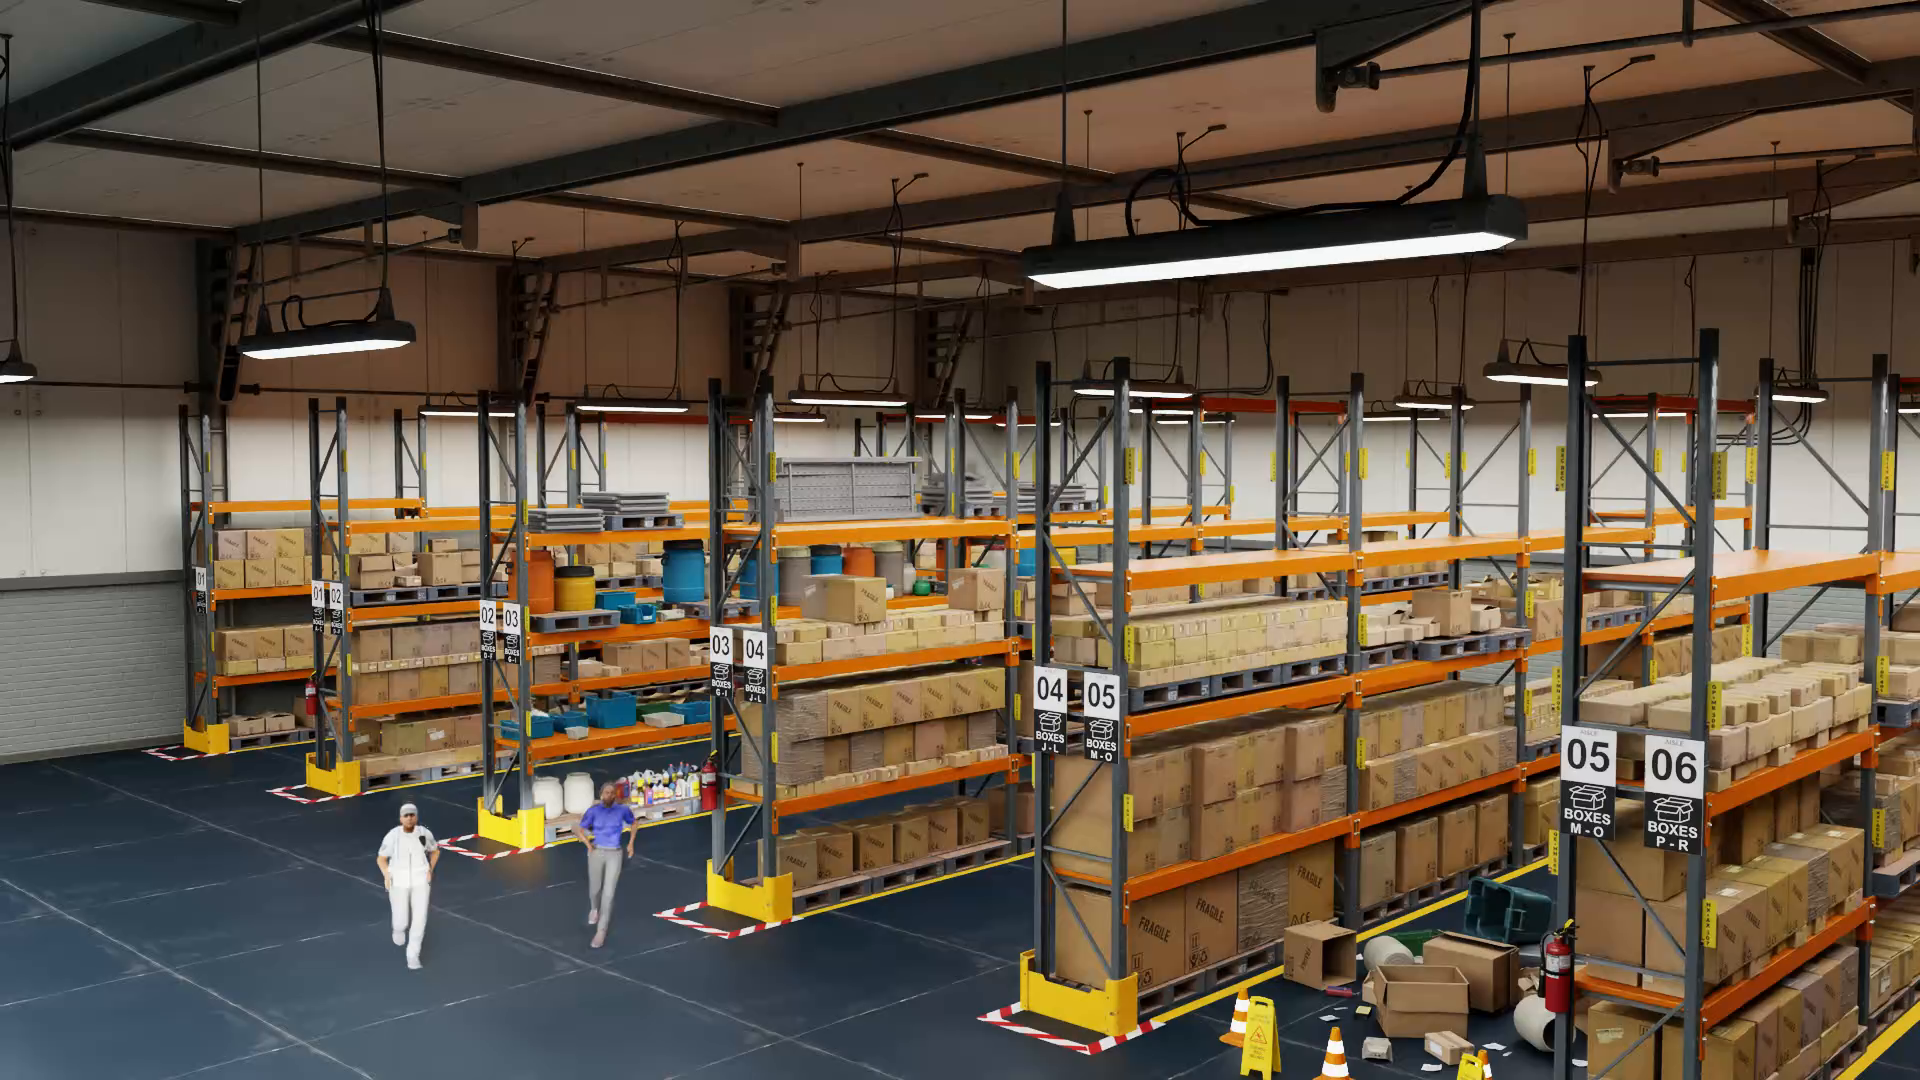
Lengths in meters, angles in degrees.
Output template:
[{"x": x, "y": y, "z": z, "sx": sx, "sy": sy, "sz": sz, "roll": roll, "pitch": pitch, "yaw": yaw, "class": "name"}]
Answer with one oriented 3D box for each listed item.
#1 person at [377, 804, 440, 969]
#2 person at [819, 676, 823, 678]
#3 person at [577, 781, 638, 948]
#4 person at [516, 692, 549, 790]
[{"x": -5.573, "y": 3.472, "z": 16.844, "sx": 0.608, "sy": 1.629, "sz": 0.607, "roll": -1, "pitch": 3, "yaw": -24, "class": "person"}, {"x": -2.196, "y": 2.799, "z": 28.463, "sx": 0.641, "sy": 1.749, "sz": 0.672, "roll": -3, "pitch": 4, "yaw": -44, "class": "person"}, {"x": -3.763, "y": 3.399, "z": 17.730, "sx": 0.621, "sy": 1.656, "sz": 0.950, "roll": 0, "pitch": 3, "yaw": -6, "class": "person"}, {"x": -6.288, "y": 3.046, "z": 24.266, "sx": 0.583, "sy": 1.673, "sz": 0.661, "roll": 2, "pitch": 4, "yaw": 33, "class": "person"}]
